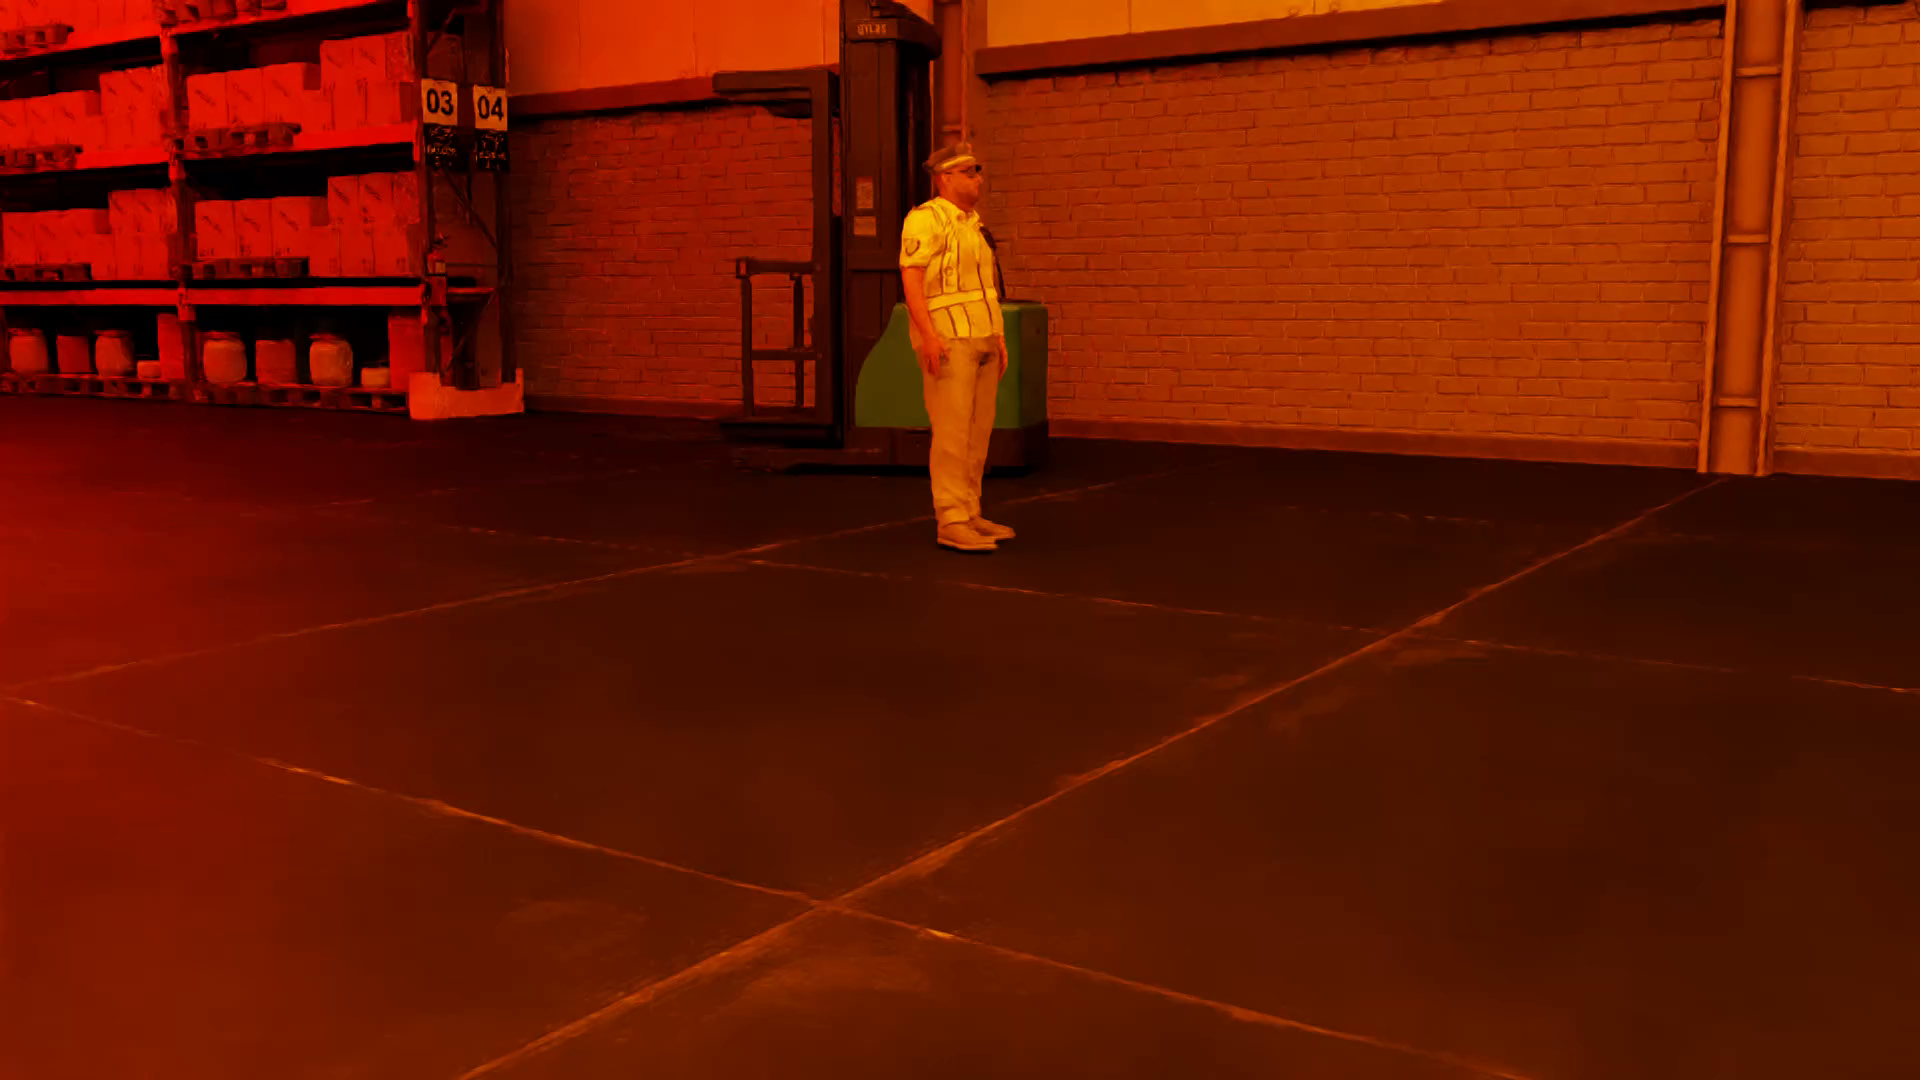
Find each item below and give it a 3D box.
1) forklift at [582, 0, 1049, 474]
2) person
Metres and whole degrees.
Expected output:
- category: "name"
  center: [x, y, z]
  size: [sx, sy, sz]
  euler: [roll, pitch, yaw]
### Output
- category: "forklift"
  center: [-0.977, -1.946, 10.880]
  size: [3.031, 2.935, 1.130]
  euler: [2, 8, 14]
- category: "person"
  center: [0.058, -0.882, 7.424]
  size: [0.574, 1.781, 0.640]
  euler: [5, 10, 34]
